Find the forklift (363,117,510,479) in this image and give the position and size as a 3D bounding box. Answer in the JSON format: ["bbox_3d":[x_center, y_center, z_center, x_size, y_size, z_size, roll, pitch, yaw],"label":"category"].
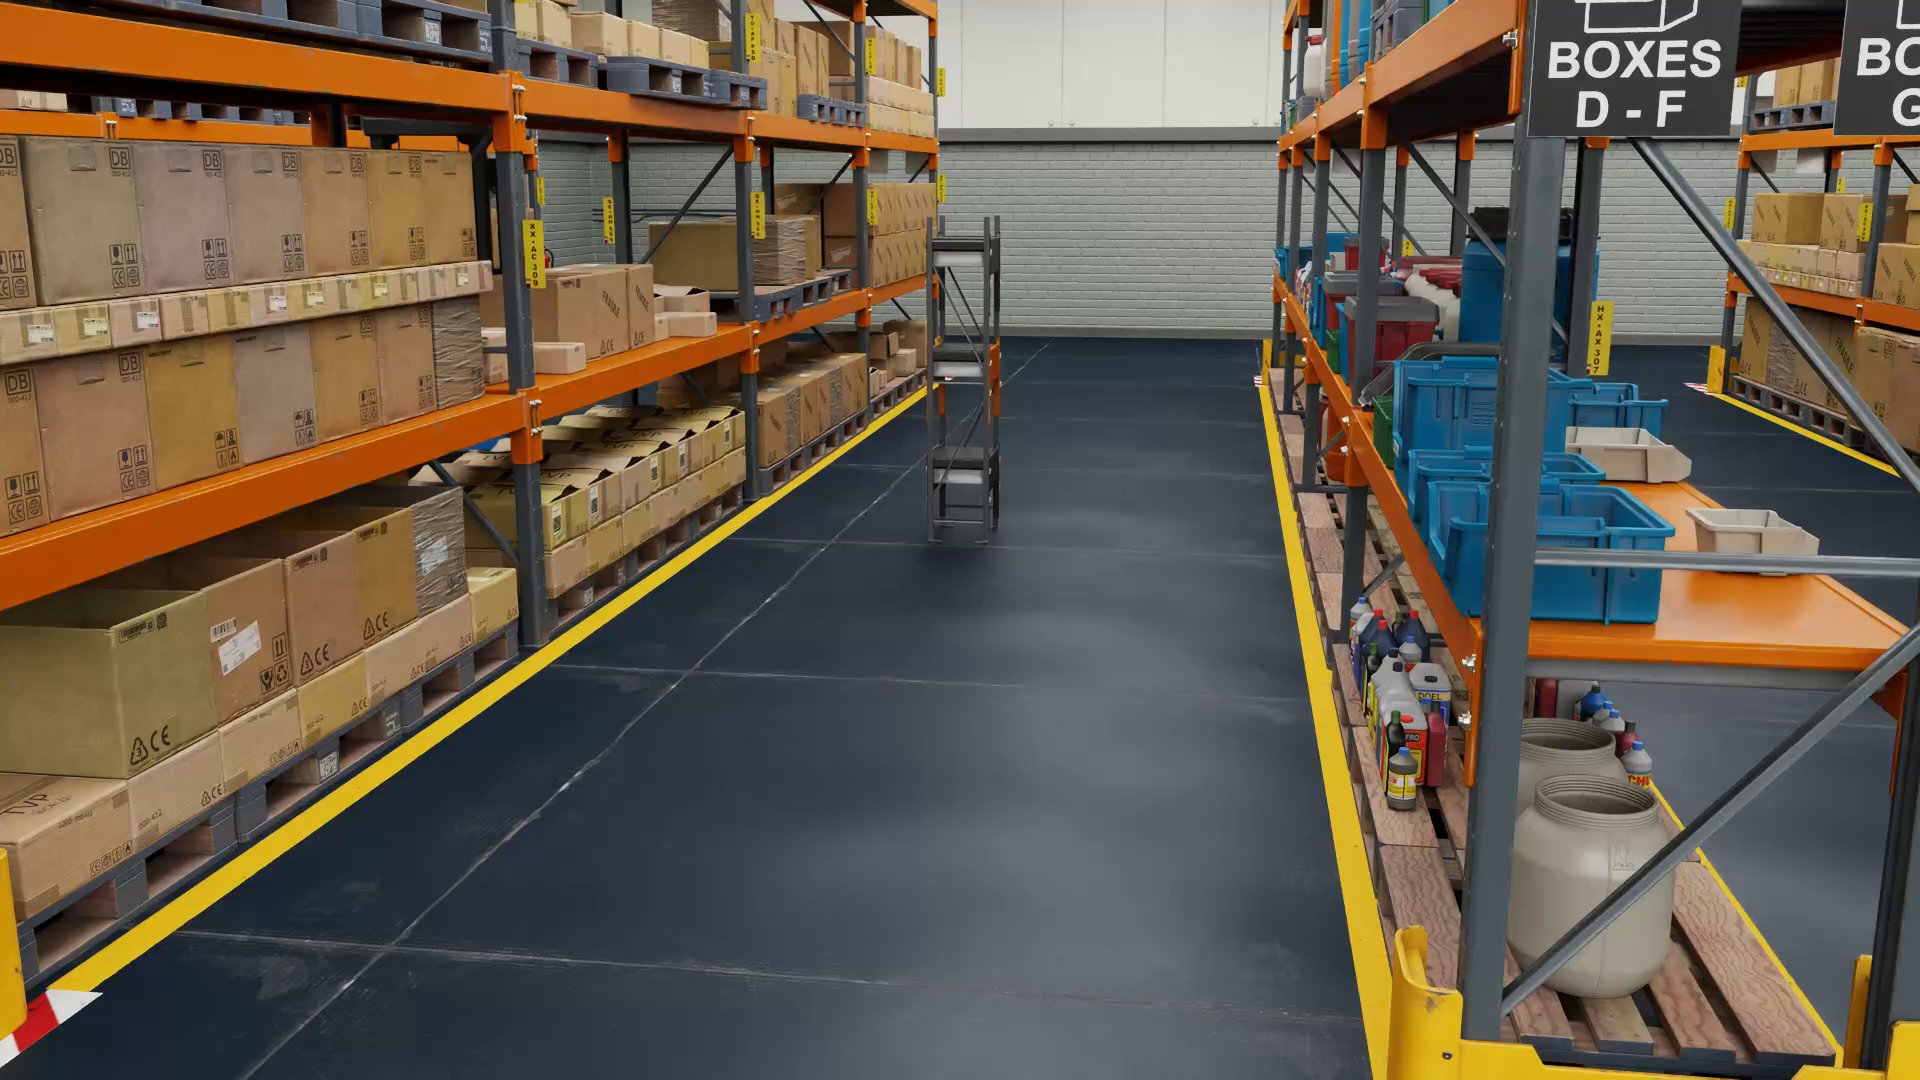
[{"bbox_3d":[-4.292,-2.104,13.799,1.130,2.935,3.031,-3,13,-13],"label":"forklift"}]

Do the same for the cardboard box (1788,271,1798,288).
[{"bbox_3d":[8.370,-2.554,16.320,0.380,0.149,0.250,2,12,10],"label":"cardboard box"}]

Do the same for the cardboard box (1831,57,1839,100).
[{"bbox_3d":[8.778,-4.432,15.849,0.700,0.500,0.500,2,12,11],"label":"cardboard box"}]

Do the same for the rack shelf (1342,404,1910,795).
[{"bbox_3d":[1.977,-0.009,5.624,1.077,0.370,4.000,2,12,9],"label":"rack shelf"}]

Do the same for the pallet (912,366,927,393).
[{"bbox_3d":[-0.897,-1.891,19.270,1.003,0.211,1.213,2,12,9],"label":"pallet"}]

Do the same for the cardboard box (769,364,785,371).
[{"bbox_3d":[-1.849,-1.289,14.744,0.500,0.500,0.500,2,12,9],"label":"cardboard box"}]

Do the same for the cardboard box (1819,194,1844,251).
[{"bbox_3d":[8.297,-2.929,15.336,0.500,0.500,0.500,2,12,9],"label":"cardboard box"}]

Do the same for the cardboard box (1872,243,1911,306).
[{"bbox_3d":[8.091,-2.243,14.046,0.500,0.500,0.500,2,12,9],"label":"cardboard box"}]

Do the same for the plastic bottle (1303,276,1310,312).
[{"bbox_3d":[2.765,-1.955,13.222,0.061,0.283,0.133,2,12,9],"label":"plastic bottle"}]

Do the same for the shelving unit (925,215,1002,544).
[{"bbox_3d":[0.025,-1.061,10.932,0.431,2.100,0.503,2,12,9],"label":"shelving unit"}]

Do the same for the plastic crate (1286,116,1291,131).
[{"bbox_3d":[3.335,-4.057,16.205,0.293,0.136,0.466,2,12,9],"label":"plastic crate"}]

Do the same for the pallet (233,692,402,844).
[{"bbox_3d":[-2.958,0.843,6.579,1.003,0.211,1.213,2,12,9],"label":"pallet"}]

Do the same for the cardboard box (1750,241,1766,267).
[{"bbox_3d":[8.610,-2.987,17.385,0.500,0.250,0.500,2,12,8],"label":"cardboard box"}]

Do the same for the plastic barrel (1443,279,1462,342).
[{"bbox_3d":[2.649,-1.036,8.357,0.433,0.535,0.433,0,12,0],"label":"plastic barrel"}]

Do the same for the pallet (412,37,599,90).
[{"bbox_3d":[-2.486,-2.495,8.787,0.805,0.209,1.217,1,12,6],"label":"pallet"}]

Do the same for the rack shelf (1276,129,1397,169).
[{"bbox_3d":[3.823,-3.974,16.899,1.077,0.370,4.000,2,12,9],"label":"rack shelf"}]

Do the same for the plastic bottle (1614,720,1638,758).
[{"bbox_3d":[2.309,0.754,5.777,0.061,0.283,0.133,2,12,10],"label":"plastic bottle"}]

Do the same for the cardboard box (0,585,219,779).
[{"bbox_3d":[-2.847,0.458,5.499,0.500,0.500,0.500,2,12,9],"label":"cardboard box"}]

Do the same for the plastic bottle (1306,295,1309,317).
[{"bbox_3d":[2.702,-1.804,12.715,0.097,0.201,0.097,0,12,0],"label":"plastic bottle"}]

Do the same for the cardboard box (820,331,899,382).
[{"bbox_3d":[-1.095,-1.990,17.988,0.797,0.503,0.637,2,12,9],"label":"cardboard box"}]

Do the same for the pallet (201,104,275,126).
[{"bbox_3d":[-6.674,-3.674,14.248,1.003,0.211,1.213,2,12,11],"label":"pallet"}]

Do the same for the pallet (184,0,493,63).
[{"bbox_3d":[-2.715,-2.183,7.094,1.003,0.211,1.213,2,12,9],"label":"pallet"}]

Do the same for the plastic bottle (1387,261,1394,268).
[{"bbox_3d":[3.697,-2.217,14.276,0.144,0.351,0.185,2,12,9],"label":"plastic bottle"}]

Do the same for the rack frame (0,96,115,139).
[{"bbox_3d":[-6.889,-1.931,12.833,1.000,3.000,0.127,2,12,9],"label":"rack frame"}]

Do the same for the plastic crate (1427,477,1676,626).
[{"bbox_3d":[1.451,0.014,4.161,0.499,0.251,0.616,2,12,9],"label":"plastic crate"}]

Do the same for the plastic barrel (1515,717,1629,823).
[{"bbox_3d":[1.772,0.822,4.966,0.421,0.512,0.421,0,12,0],"label":"plastic barrel"}]

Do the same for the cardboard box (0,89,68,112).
[{"bbox_3d":[-6.733,-3.205,11.789,0.500,0.311,0.500,2,12,9],"label":"cardboard box"}]

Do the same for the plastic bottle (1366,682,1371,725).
[{"bbox_3d":[1.655,0.628,6.559,0.097,0.201,0.097,0,12,0],"label":"plastic bottle"}]

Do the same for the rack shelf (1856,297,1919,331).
[{"bbox_3d":[8.102,-1.514,12.607,1.077,0.370,4.000,2,12,9],"label":"rack shelf"}]

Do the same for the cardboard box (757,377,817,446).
[{"bbox_3d":[-1.485,-1.063,13.696,0.500,0.500,0.500,2,12,8],"label":"cardboard box"}]

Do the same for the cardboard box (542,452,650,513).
[{"bbox_3d":[-2.139,-0.364,9.759,0.500,0.311,0.500,1,12,7],"label":"cardboard box"}]

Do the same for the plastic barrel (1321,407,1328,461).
[{"bbox_3d":[2.957,-0.822,12.596,0.421,0.512,0.421,0,12,0],"label":"plastic barrel"}]

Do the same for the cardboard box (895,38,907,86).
[{"bbox_3d":[-0.958,-5.124,17.920,0.700,0.500,0.500,2,12,9],"label":"cardboard box"}]

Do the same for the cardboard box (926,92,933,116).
[{"bbox_3d":[-0.591,-4.959,18.932,0.500,0.250,0.500,2,12,9],"label":"cardboard box"}]

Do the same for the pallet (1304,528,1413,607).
[{"bbox_3d":[2.552,0.166,9.720,1.003,0.211,1.213,2,12,9],"label":"pallet"}]

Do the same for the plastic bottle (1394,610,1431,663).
[{"bbox_3d":[1.893,0.462,6.974,0.144,0.351,0.185,2,12,9],"label":"plastic bottle"}]

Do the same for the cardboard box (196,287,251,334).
[{"bbox_3d":[-2.755,-0.815,5.877,0.380,0.149,0.250,2,12,8],"label":"cardboard box"}]

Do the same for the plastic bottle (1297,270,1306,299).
[{"bbox_3d":[2.966,-2.196,14.370,0.097,0.271,0.097,0,12,0],"label":"plastic bottle"}]

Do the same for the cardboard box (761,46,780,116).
[{"bbox_3d":[-1.882,-3.485,12.685,0.910,0.500,0.500,2,12,9],"label":"cardboard box"}]

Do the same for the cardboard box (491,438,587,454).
[{"bbox_3d":[-2.596,-0.484,10.319,0.500,0.311,0.500,2,12,8],"label":"cardboard box"}]

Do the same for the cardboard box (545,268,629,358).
[{"bbox_3d":[-2.317,-1.361,9.950,0.500,0.500,0.500,2,12,9],"label":"cardboard box"}]

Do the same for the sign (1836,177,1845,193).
[{"bbox_3d":[9.558,-3.776,18.085,0.100,0.325,0.005,2,12,9],"label":"sign"}]

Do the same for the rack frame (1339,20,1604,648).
[{"bbox_3d":[2.285,-0.777,7.480,1.000,3.000,0.127,2,12,9],"label":"rack frame"}]

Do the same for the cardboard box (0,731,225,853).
[{"bbox_3d":[-2.849,0.824,5.578,0.500,0.250,0.500,2,12,9],"label":"cardboard box"}]

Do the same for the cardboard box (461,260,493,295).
[{"bbox_3d":[-2.439,-1.241,7.855,0.380,0.149,0.250,2,12,9],"label":"cardboard box"}]

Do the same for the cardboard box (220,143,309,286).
[{"bbox_3d":[-2.903,-1.216,6.197,0.700,0.500,0.500,2,12,9],"label":"cardboard box"}]

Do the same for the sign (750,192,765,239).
[{"bbox_3d":[-1.445,-2.320,11.890,0.100,0.325,0.005,2,12,9],"label":"sign"}]

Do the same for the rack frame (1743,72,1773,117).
[{"bbox_3d":[9.024,-6.047,17.695,1.000,3.000,0.127,2,12,9],"label":"rack frame"}]

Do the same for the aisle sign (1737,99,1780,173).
[{"bbox_3d":[8.739,-4.410,18.167,0.394,0.787,0.004,2,12,9],"label":"aisle sign"}]

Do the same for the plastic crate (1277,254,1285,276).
[{"bbox_3d":[3.564,-2.908,17.622,0.416,0.233,0.300,2,12,9],"label":"plastic crate"}]

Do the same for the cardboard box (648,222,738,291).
[{"bbox_3d":[-2.008,-2.160,12.663,0.700,0.500,0.500,-2,12,-10],"label":"cardboard box"}]

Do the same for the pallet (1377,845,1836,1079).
[{"bbox_3d":[1.765,1.232,4.775,1.003,0.211,1.213,2,12,9],"label":"pallet"}]

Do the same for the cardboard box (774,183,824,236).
[{"bbox_3d":[-1.557,-3.255,16.367,0.500,0.500,0.500,2,12,9],"label":"cardboard box"}]

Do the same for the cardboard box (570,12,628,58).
[{"bbox_3d":[-2.255,-2.933,9.722,0.500,0.250,0.500,1,12,4],"label":"cardboard box"}]

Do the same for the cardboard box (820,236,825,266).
[{"bbox_3d":[-1.555,-2.765,16.467,0.500,0.500,0.500,2,12,10],"label":"cardboard box"}]

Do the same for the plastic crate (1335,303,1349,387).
[{"bbox_3d":[2.147,-1.009,8.594,0.392,0.384,0.575,2,12,9],"label":"plastic crate"}]

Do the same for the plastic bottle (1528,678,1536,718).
[{"bbox_3d":[2.286,0.588,6.548,0.061,0.283,0.133,2,12,9],"label":"plastic bottle"}]

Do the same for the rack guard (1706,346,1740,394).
[{"bbox_3d":[9.028,-1.898,18.613,1.175,0.500,0.348,2,12,9],"label":"rack guard"}]

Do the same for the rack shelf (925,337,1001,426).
[{"bbox_3d":[0.025,-1.048,10.935,0.431,0.518,0.480,2,12,9],"label":"rack shelf"}]

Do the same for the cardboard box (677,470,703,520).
[{"bbox_3d":[-1.990,-0.303,10.809,0.500,0.250,0.500,2,12,10],"label":"cardboard box"}]
